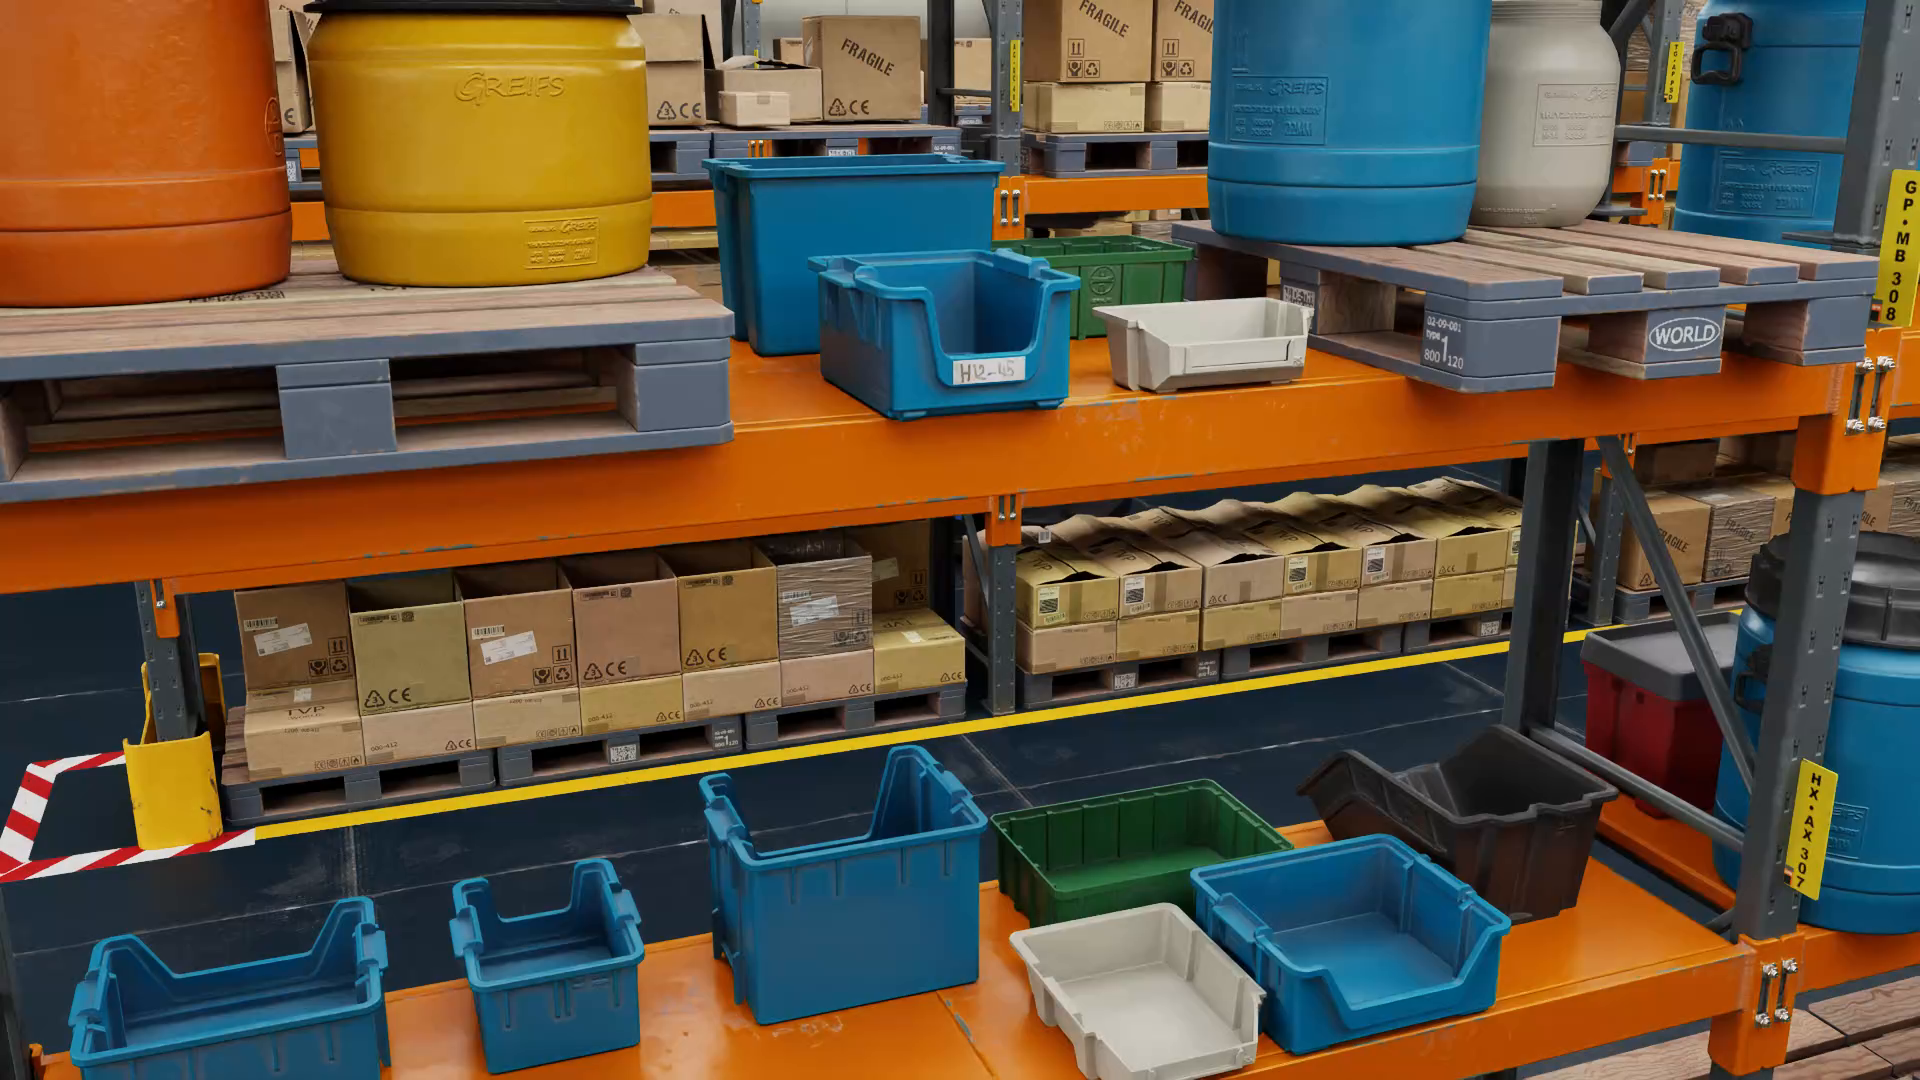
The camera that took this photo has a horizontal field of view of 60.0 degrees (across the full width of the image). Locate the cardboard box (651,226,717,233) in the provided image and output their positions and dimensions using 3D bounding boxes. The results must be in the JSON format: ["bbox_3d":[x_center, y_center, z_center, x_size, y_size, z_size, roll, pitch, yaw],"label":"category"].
[{"bbox_3d":[-2.229,-2.238,13.295,0.500,0.500,0.500,-7,18,-21],"label":"cardboard box"}]

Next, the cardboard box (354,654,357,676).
[{"bbox_3d":[-2.817,0.706,8.506,0.500,0.250,0.500,-6,17,-20],"label":"cardboard box"}]

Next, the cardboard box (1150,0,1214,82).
[{"bbox_3d":[1.174,-2.674,8.746,0.500,0.500,0.500,-4,17,-15],"label":"cardboard box"}]

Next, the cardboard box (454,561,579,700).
[{"bbox_3d":[-2.166,0.431,8.110,0.500,0.500,0.500,-6,17,-20],"label":"cardboard box"}]

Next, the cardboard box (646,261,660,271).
[{"bbox_3d":[-1.757,-1.102,8.047,0.500,0.500,0.700,-6,17,-20],"label":"cardboard box"}]

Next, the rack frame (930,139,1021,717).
[{"bbox_3d":[0.061,-0.630,8.919,0.127,3.000,1.000,-6,17,-20],"label":"rack frame"}]

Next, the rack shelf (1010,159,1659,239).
[{"bbox_3d":[1.928,-1.926,9.285,4.000,0.370,1.077,-6,17,-20],"label":"rack shelf"}]

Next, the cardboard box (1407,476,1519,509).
[{"bbox_3d":[3.202,-0.209,10.625,0.500,0.311,0.500,-6,17,-18],"label":"cardboard box"}]

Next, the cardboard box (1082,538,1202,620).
[{"bbox_3d":[1.005,0.194,9.254,0.500,0.311,0.500,-6,18,-21],"label":"cardboard box"}]

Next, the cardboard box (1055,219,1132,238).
[{"bbox_3d":[1.072,-2.482,14.267,0.500,0.500,0.700,-8,18,-25],"label":"cardboard box"}]

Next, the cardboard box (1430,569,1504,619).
[{"bbox_3d":[2.912,0.255,10.042,0.500,0.250,0.500,-6,18,-21],"label":"cardboard box"}]

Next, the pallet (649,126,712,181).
[{"bbox_3d":[-1.864,-1.812,7.778,1.213,0.211,1.003,-6,17,-20],"label":"pallet"}]

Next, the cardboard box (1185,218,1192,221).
[{"bbox_3d":[2.366,-2.653,15.069,0.500,0.500,0.500,-6,17,-20],"label":"cardboard box"}]

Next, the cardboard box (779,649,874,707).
[{"bbox_3d":[-0.765,0.640,8.730,0.500,0.250,0.500,-6,17,-20],"label":"cardboard box"}]

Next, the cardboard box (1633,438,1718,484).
[{"bbox_3d":[4.636,-0.567,11.032,0.500,0.250,0.500,-5,17,-18],"label":"cardboard box"}]

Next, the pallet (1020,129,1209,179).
[{"bbox_3d":[0.880,-2.070,8.838,1.217,0.209,0.805,-7,18,-22],"label":"pallet"}]

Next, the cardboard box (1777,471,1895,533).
[{"bbox_3d":[5.766,-0.173,11.019,0.500,0.500,0.500,-7,18,-22],"label":"cardboard box"}]

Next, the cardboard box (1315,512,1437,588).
[{"bbox_3d":[2.439,0.037,9.786,0.500,0.311,0.500,-6,17,-20],"label":"cardboard box"}]

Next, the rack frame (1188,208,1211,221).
[{"bbox_3d":[2.020,-2.336,14.730,0.127,3.000,1.000,-6,17,-20],"label":"rack frame"}]

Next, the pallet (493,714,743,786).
[{"bbox_3d":[-1.838,0.901,8.654,1.213,0.211,1.003,-6,17,-20],"label":"pallet"}]

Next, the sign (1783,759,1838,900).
[{"bbox_3d":[2.016,0.687,3.944,0.005,0.325,0.100,-6,17,-20],"label":"sign"}]

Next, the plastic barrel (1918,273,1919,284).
[{"bbox_3d":[2.837,-1.180,4.580,0.600,0.901,0.600,0,16,0],"label":"plastic barrel"}]

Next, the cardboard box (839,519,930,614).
[{"bbox_3d":[-0.484,0.093,9.263,0.500,0.500,0.500,-6,17,-20],"label":"cardboard box"}]

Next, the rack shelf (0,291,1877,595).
[{"bbox_3d":[-0.038,-0.219,3.472,4.000,0.370,1.077,-6,17,-20],"label":"rack shelf"}]

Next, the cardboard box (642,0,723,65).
[{"bbox_3d":[-2.086,-3.787,12.361,0.500,0.500,0.500,-8,18,-25],"label":"cardboard box"}]

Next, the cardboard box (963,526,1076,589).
[{"bbox_3d":[0.336,0.103,9.564,0.500,0.311,0.500,-6,17,-20],"label":"cardboard box"}]

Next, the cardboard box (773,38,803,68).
[{"bbox_3d":[-1.176,-3.656,12.976,0.500,0.500,0.500,-4,17,-12],"label":"cardboard box"}]

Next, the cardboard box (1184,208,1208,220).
[{"bbox_3d":[2.350,-3.010,14.953,0.500,0.250,0.500,-6,17,-19],"label":"cardboard box"}]

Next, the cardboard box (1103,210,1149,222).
[{"bbox_3d":[1.413,-2.827,14.293,0.250,0.149,0.380,-9,19,-29],"label":"cardboard box"}]

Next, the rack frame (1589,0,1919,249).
[{"bbox_3d":[1.830,-2.205,3.635,0.127,3.000,1.000,-6,17,-20],"label":"rack frame"}]

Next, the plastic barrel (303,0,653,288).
[{"bbox_3d":[-0.887,-0.802,3.104,0.600,0.588,0.600,0,16,0],"label":"plastic barrel"}]

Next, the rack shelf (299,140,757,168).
[{"bbox_3d":[-3.583,-2.825,12.348,4.000,0.370,1.077,-6,17,-20],"label":"rack shelf"}]

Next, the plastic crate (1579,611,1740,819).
[{"bbox_3d":[2.172,0.514,4.911,0.583,0.464,0.402,-6,17,-20],"label":"plastic crate"}]

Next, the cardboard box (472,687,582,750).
[{"bbox_3d":[-2.162,0.794,8.205,0.500,0.250,0.500,-6,17,-20],"label":"cardboard box"}]

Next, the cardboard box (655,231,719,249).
[{"bbox_3d":[-2.046,-2.101,12.830,0.500,0.500,0.500,-6,17,-20],"label":"cardboard box"}]

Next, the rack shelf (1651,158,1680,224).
[{"bbox_3d":[5.663,-2.329,10.658,4.000,0.370,1.077,-6,17,-20],"label":"rack shelf"}]

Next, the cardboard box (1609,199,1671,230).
[{"bbox_3d":[6.267,-2.934,16.232,0.700,0.700,0.980,-6,17,-19],"label":"cardboard box"}]

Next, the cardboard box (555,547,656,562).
[{"bbox_3d":[-1.884,0.244,8.746,0.500,0.500,0.500,-6,17,-20],"label":"cardboard box"}]

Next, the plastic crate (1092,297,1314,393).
[{"bbox_3d":[0.475,-0.371,3.181,0.396,0.136,0.243,-6,17,-20],"label":"plastic crate"}]

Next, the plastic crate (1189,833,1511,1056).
[{"bbox_3d":[0.893,0.928,3.878,0.616,0.251,0.499,-6,17,-20],"label":"plastic crate"}]

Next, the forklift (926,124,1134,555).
[{"bbox_3d":[0.634,-1.332,11.434,3.031,2.935,1.130,6,17,20],"label":"forklift"}]

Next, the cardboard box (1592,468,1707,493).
[{"bbox_3d":[4.585,-0.201,11.114,0.500,0.500,0.500,-5,17,-18],"label":"cardboard box"}]

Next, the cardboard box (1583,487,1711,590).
[{"bbox_3d":[4.323,-0.016,10.483,0.500,0.500,0.500,-5,17,-18],"label":"cardboard box"}]

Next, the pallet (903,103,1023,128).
[{"bbox_3d":[-0.134,-3.422,13.436,1.003,0.211,1.213,-6,17,-20],"label":"pallet"}]

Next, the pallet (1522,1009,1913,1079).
[{"bbox_3d":[2.549,1.922,5.177,1.213,0.211,1.003,-6,17,-20],"label":"pallet"}]

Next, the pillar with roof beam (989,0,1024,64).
[{"bbox_3d":[2.037,-4.178,10.356,0.400,9.000,9.100,-6,17,-20],"label":"pillar with roof beam"}]

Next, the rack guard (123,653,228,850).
[{"bbox_3d":[-3.697,0.975,7.890,0.348,0.500,1.175,-6,17,-20],"label":"rack guard"}]

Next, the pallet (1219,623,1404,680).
[{"bbox_3d":[1.876,0.499,10.023,1.213,0.211,1.003,-6,17,-20],"label":"pallet"}]

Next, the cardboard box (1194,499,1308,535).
[{"bbox_3d":[1.757,-0.051,10.087,0.500,0.311,0.500,-6,18,-21],"label":"cardboard box"}]

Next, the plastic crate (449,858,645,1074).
[{"bbox_3d":[-0.937,0.955,3.785,0.408,0.251,0.499,-6,17,-20],"label":"plastic crate"}]

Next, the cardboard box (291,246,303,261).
[{"bbox_3d":[-4.897,-1.796,11.790,0.500,0.500,0.500,-6,17,-20],"label":"cardboard box"}]

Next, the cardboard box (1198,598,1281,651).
[{"bbox_3d":[1.486,0.408,9.519,0.500,0.250,0.500,-7,18,-22],"label":"cardboard box"}]

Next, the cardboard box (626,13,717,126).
[{"bbox_3d":[-1.522,-2.254,7.951,0.637,0.503,0.797,-4,17,-14],"label":"cardboard box"}]

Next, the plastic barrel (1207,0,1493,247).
[{"bbox_3d":[0.862,-1.135,3.682,0.708,0.901,0.600,-6,17,-20],"label":"plastic barrel"}]

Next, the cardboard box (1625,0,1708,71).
[{"bbox_3d":[4.205,-3.042,9.859,0.500,0.500,0.500,-6,17,-20],"label":"cardboard box"}]

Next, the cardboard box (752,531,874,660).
[{"bbox_3d":[-0.765,0.280,8.626,0.500,0.500,0.500,-6,17,-20],"label":"cardboard box"}]

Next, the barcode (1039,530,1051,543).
[{"bbox_3d":[0.448,-0.018,8.789,0.075,0.075,0.001,-6,17,-20],"label":"barcode"}]
